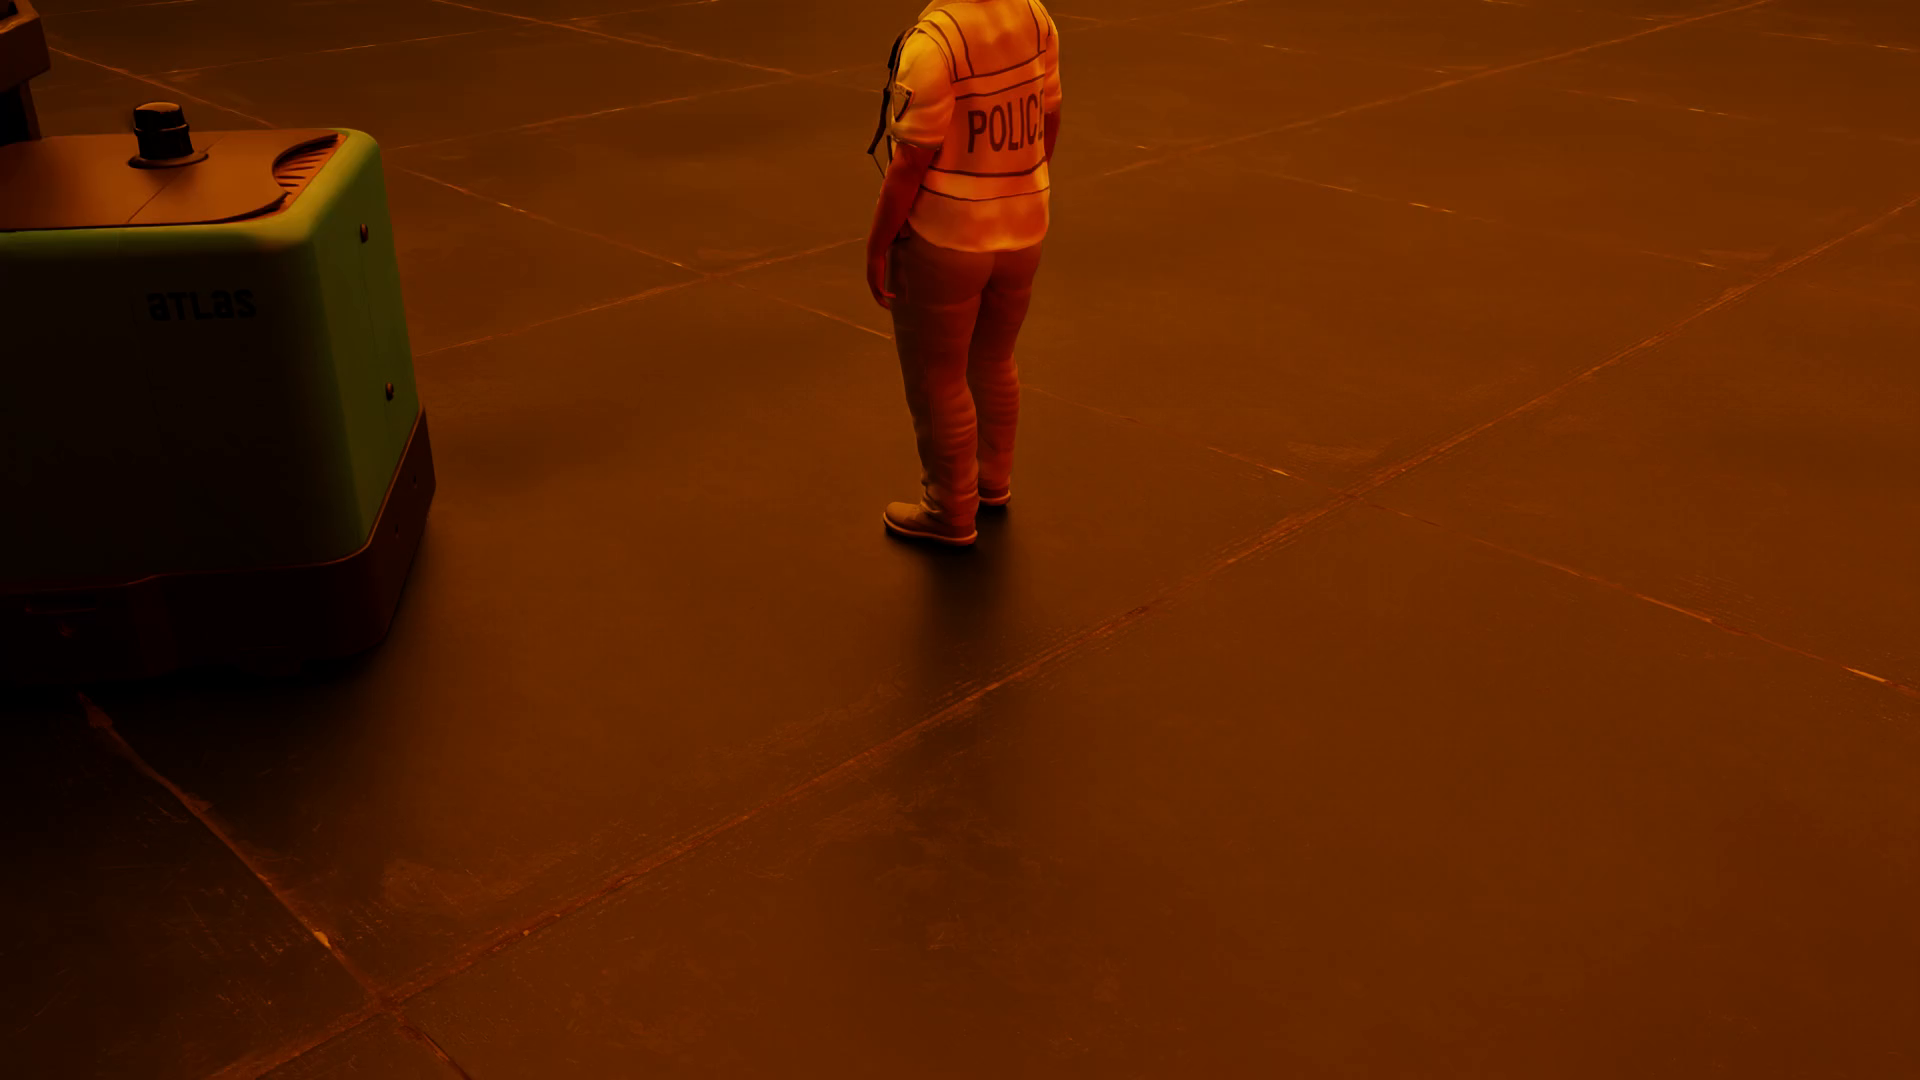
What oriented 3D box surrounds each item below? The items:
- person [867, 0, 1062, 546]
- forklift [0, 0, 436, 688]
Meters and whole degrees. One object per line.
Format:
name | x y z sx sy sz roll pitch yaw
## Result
person | -0.038 -0.785 4.236 0.598 1.670 0.529 -24 35 -39
forklift | -2.914 -1.121 3.498 3.031 2.935 1.130 -4 26 -7
